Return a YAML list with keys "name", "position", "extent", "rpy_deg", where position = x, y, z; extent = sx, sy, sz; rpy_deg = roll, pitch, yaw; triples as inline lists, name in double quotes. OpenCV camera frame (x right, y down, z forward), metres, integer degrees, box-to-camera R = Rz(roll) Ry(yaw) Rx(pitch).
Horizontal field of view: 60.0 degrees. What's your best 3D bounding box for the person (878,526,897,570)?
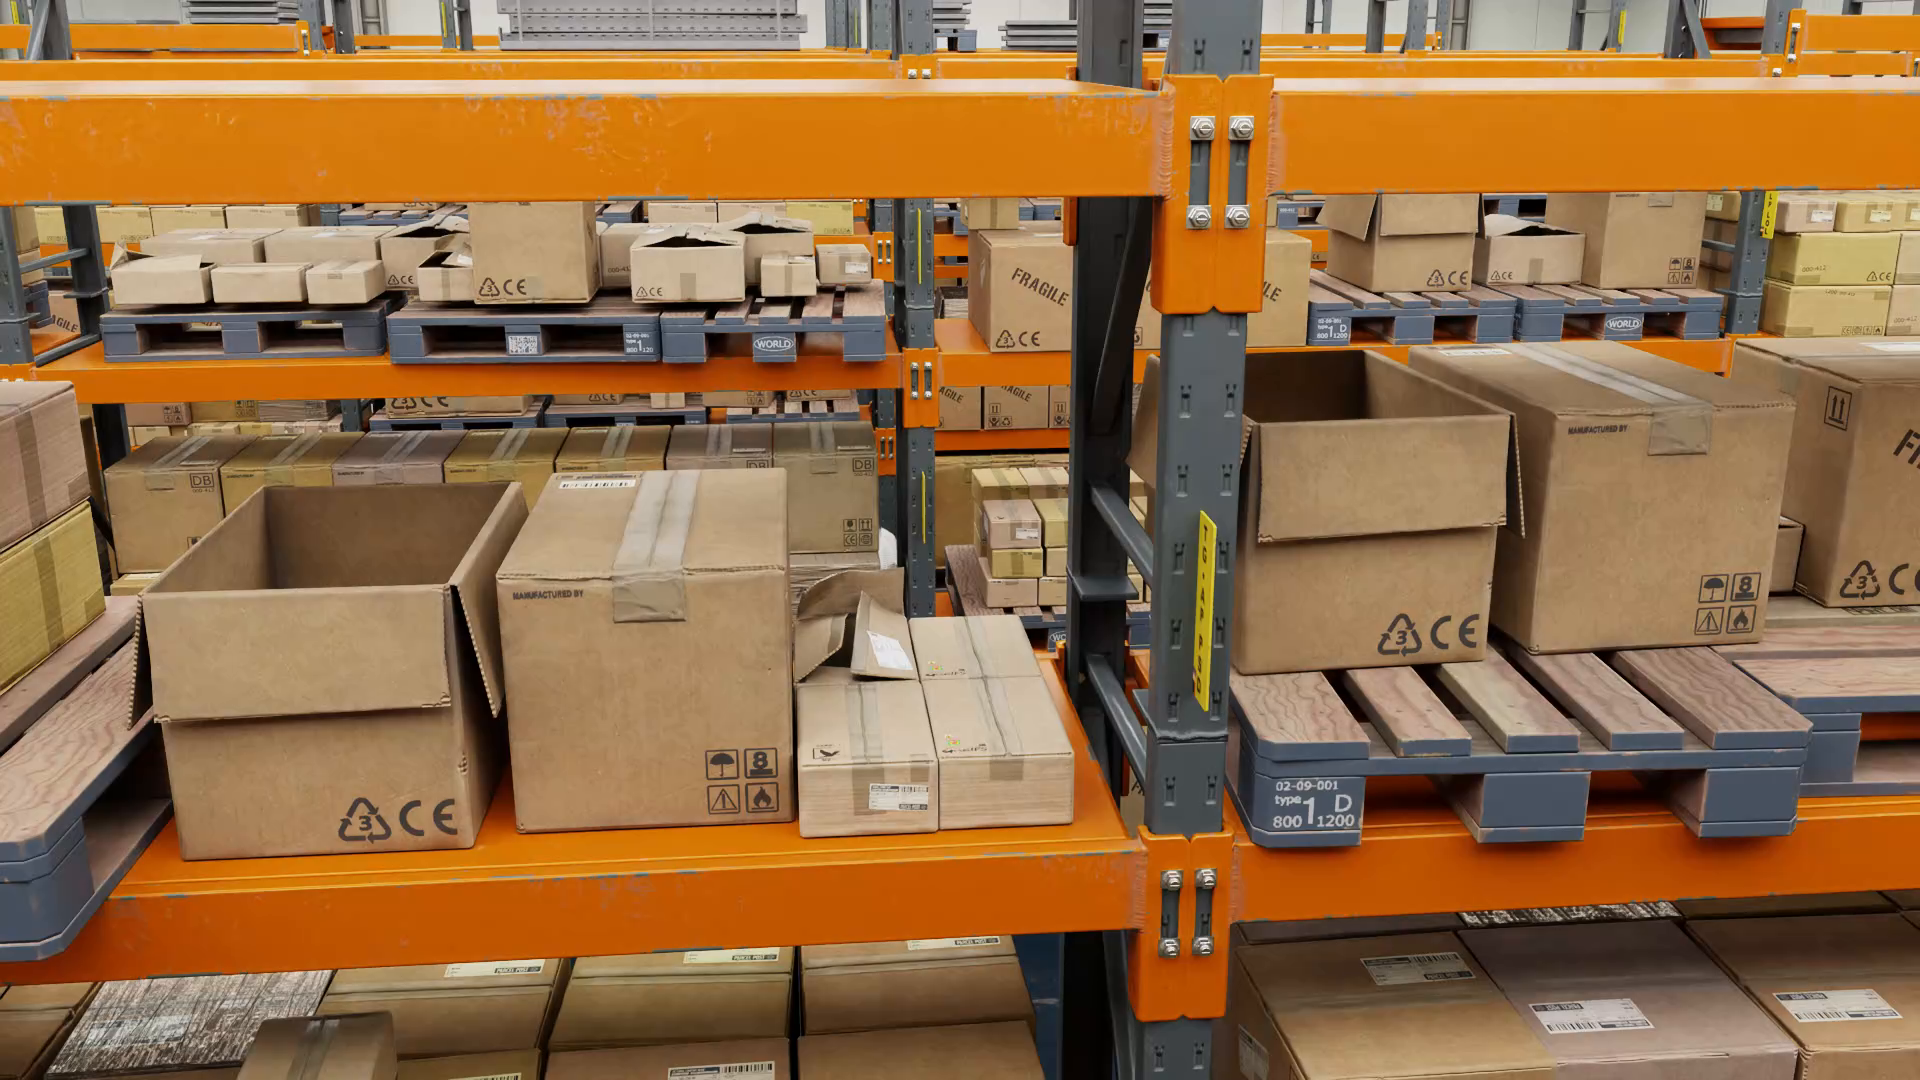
- name: "person"
  position: [-0.920, 0.305, 12.147]
  extent: [1.030, 0.855, 0.528]
  rpy_deg: [3, 17, 10]
